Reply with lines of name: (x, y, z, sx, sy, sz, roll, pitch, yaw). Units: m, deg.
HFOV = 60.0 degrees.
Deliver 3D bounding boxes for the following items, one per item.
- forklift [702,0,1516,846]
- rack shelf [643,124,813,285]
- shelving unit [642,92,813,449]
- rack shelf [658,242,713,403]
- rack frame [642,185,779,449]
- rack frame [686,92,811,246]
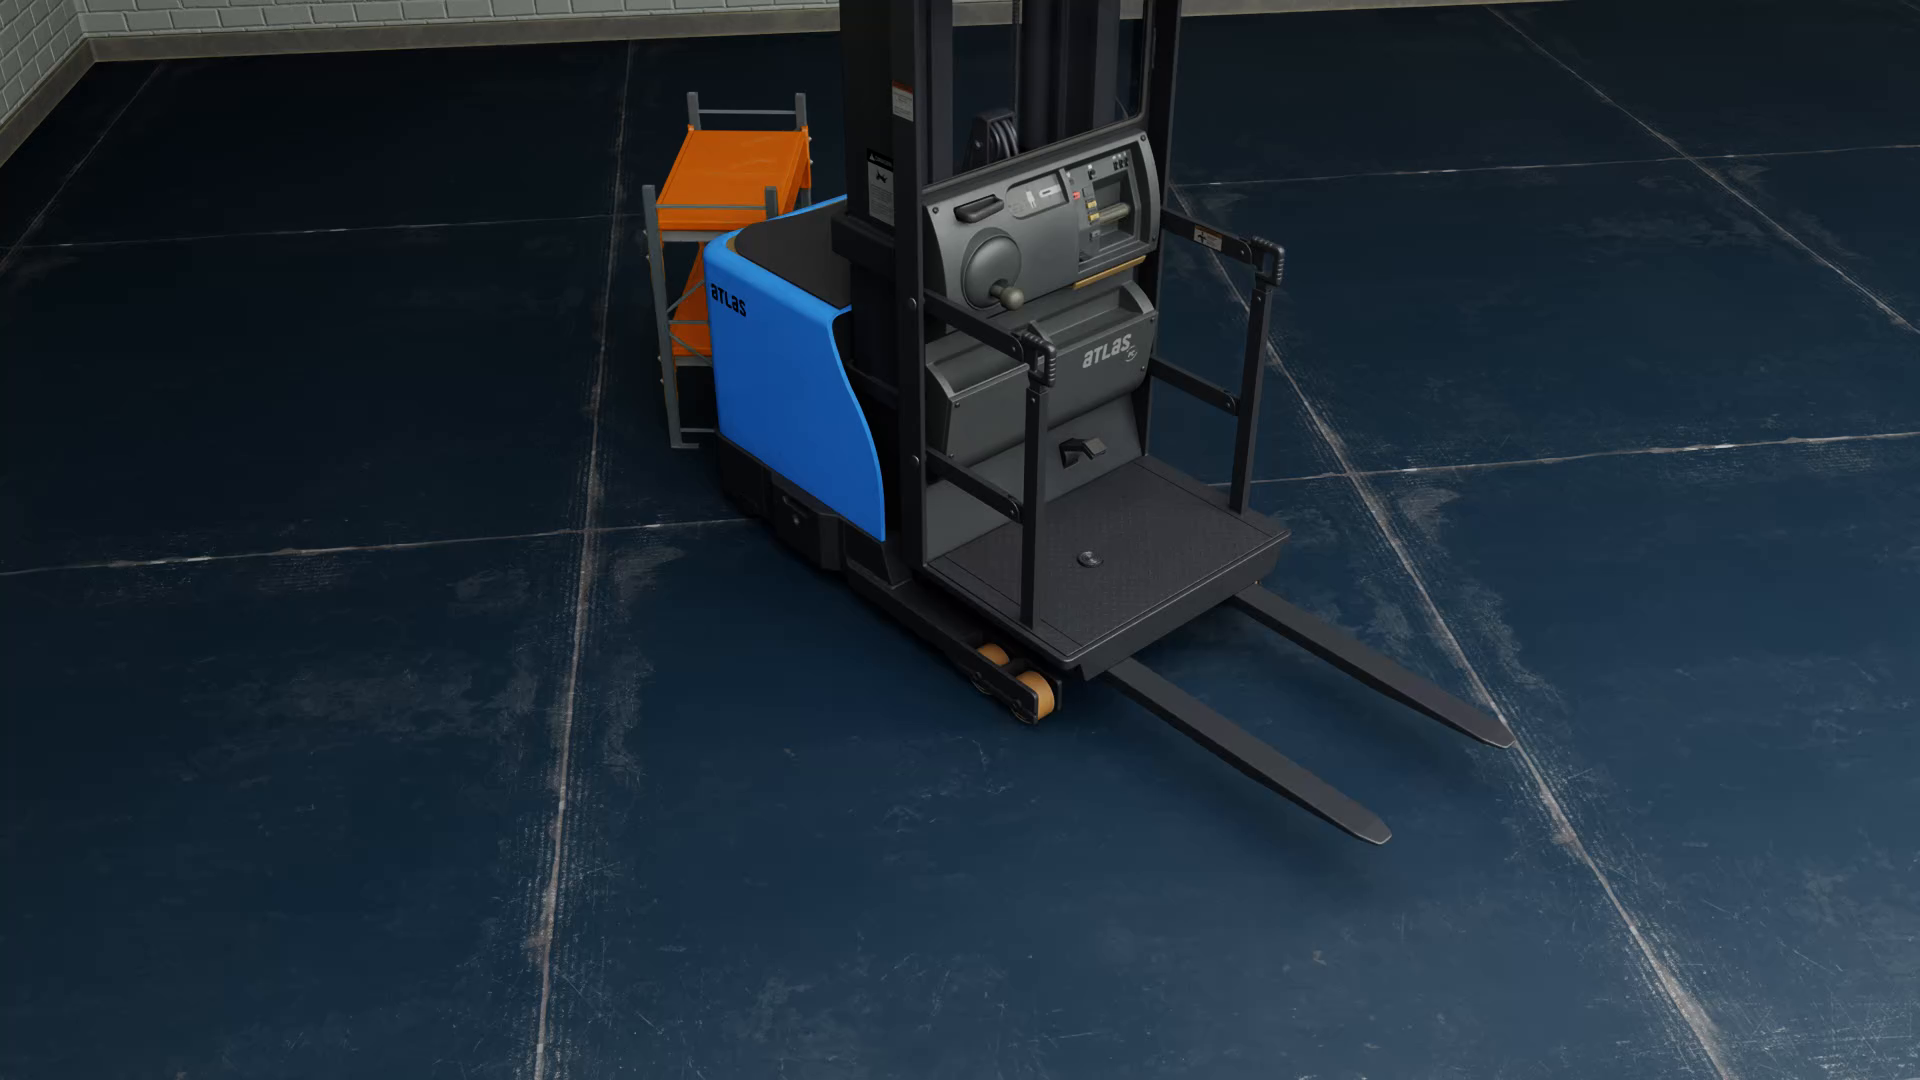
forklift: (0.416, -0.944, 5.033, 1.130, 2.935, 3.031, -26, 42, -33)
rack shelf: (-0.917, -1.373, 6.746, 0.538, 0.278, 1.000, 1, 34, 1)
shelving unit: (-0.917, -1.131, 6.911, 0.538, 1.125, 1.048, 1, 34, 1)
rack shelf: (-0.917, -0.929, 7.049, 0.538, 0.278, 1.000, 1, 34, 1)
rack frame: (-0.931, -0.845, 6.491, 0.500, 1.125, 0.032, 1, 34, 1)
rack frame: (-0.903, -1.417, 7.331, 0.500, 1.125, 0.032, 1, 34, 1)
